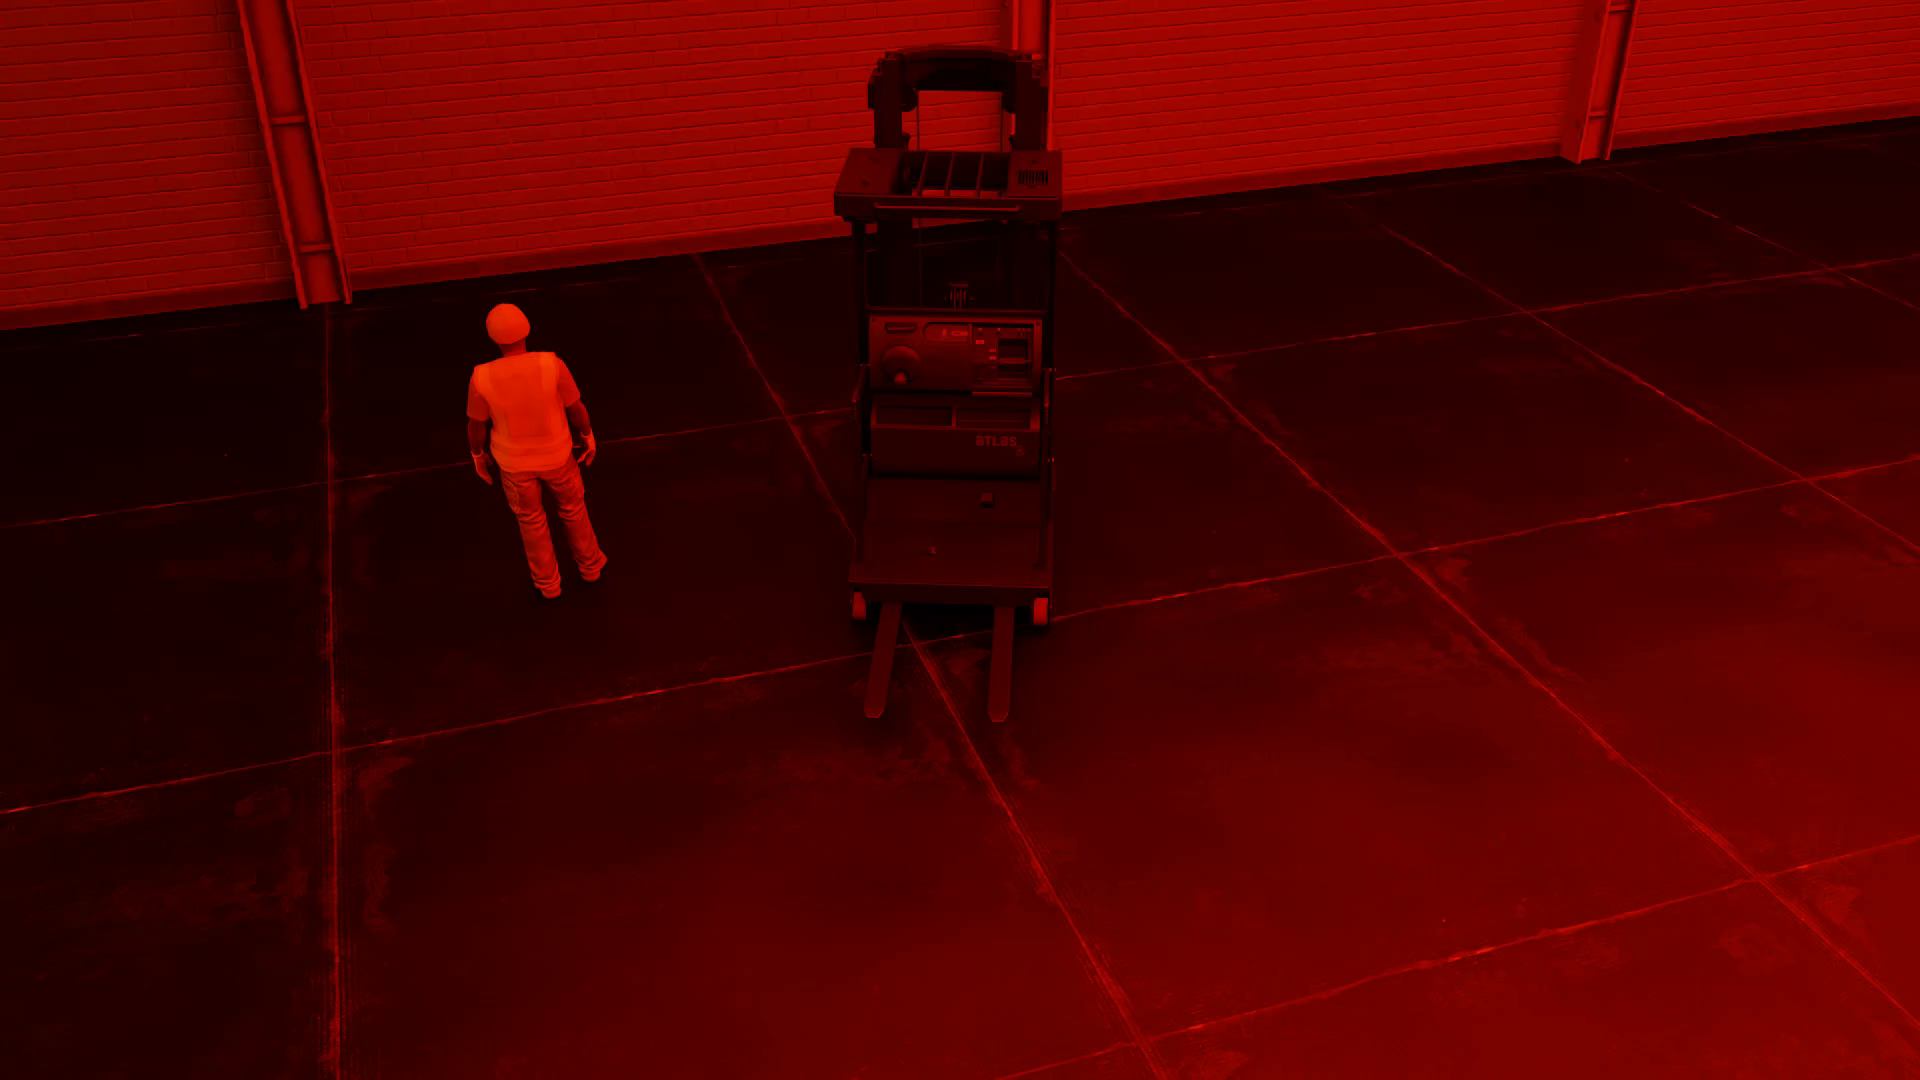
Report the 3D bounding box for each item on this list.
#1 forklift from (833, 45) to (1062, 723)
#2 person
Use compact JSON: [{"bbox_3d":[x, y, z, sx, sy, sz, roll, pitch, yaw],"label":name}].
[{"bbox_3d":[-0.036,-0.959,8.755,1.130,2.935,3.031,2,30,3],"label":"forklift"},{"bbox_3d":[-2.332,-0.506,9.102,0.656,1.785,0.576,-8,31,-13],"label":"person"}]
